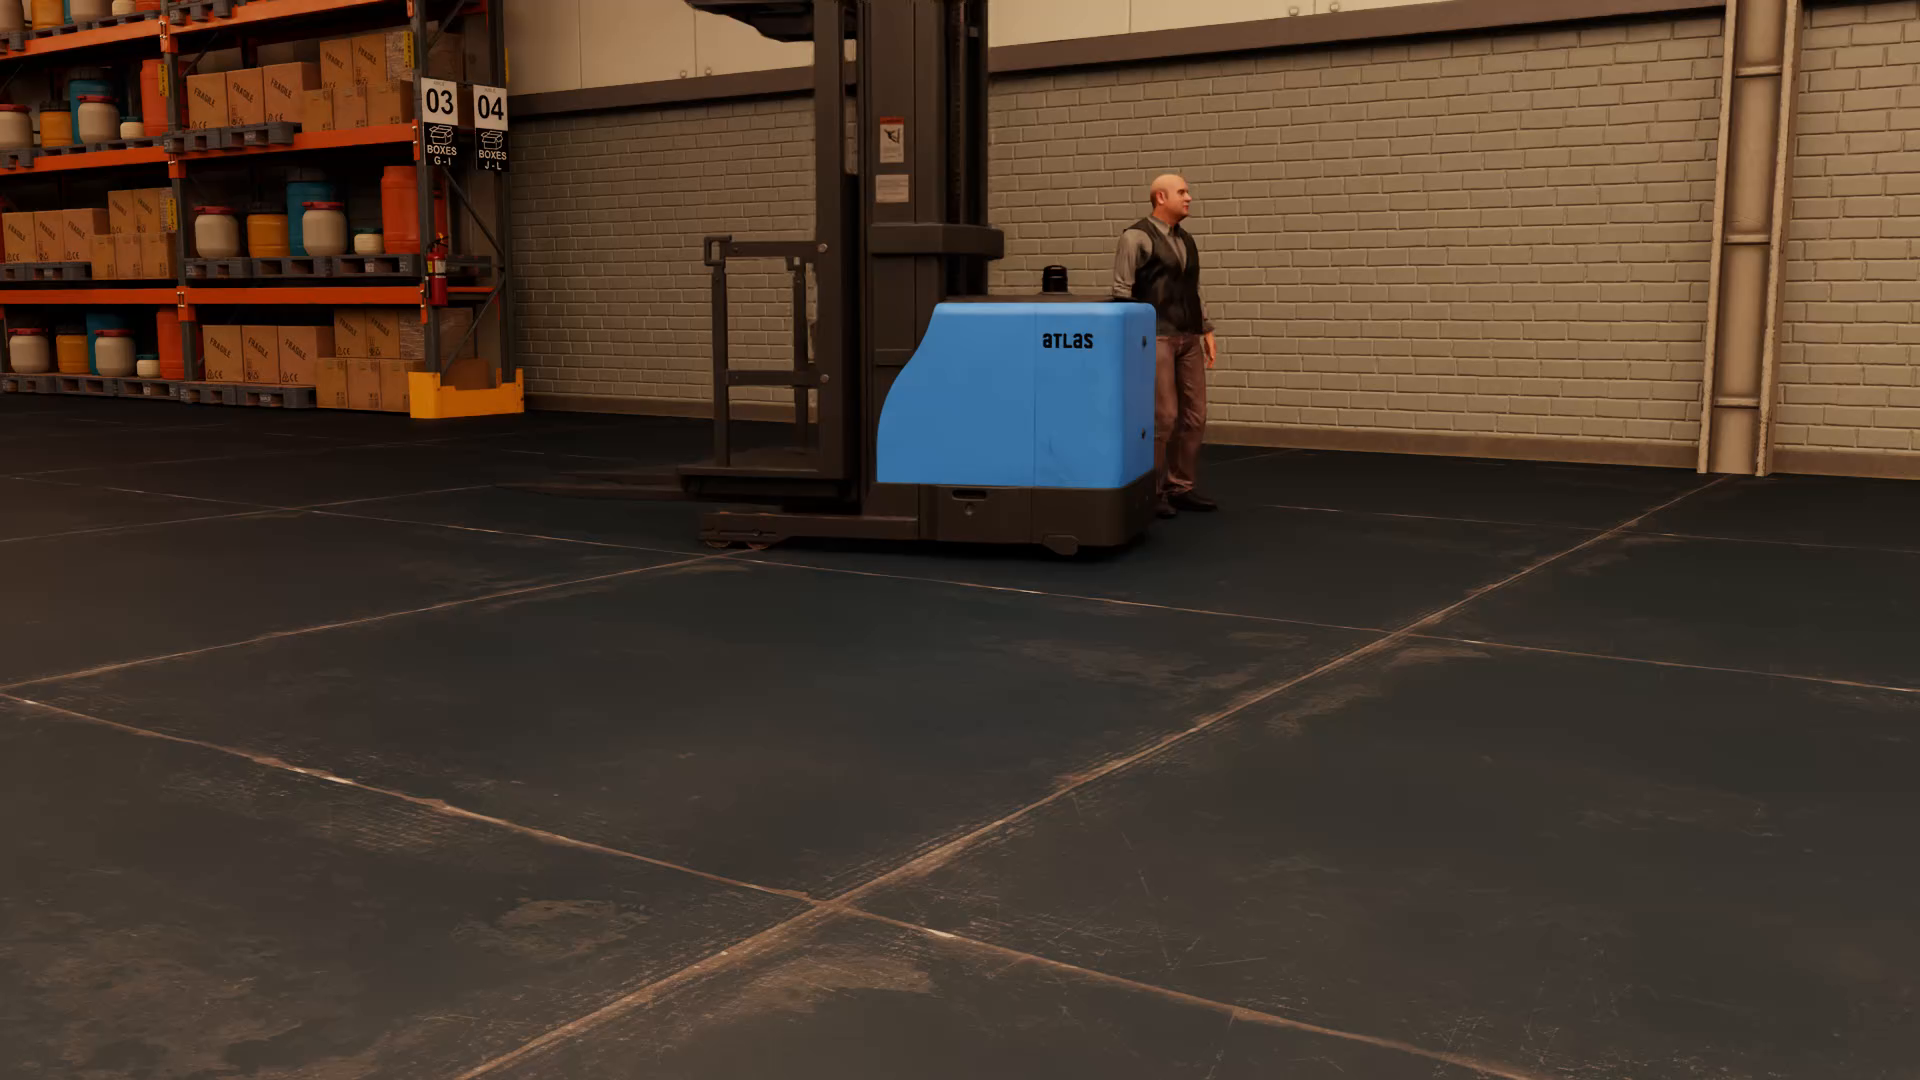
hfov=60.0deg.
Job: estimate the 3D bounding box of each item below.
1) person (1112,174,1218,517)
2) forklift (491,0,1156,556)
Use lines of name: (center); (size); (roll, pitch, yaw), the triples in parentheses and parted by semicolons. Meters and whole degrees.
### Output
person: (1.084, -1.001, 8.530); (0.663, 1.721, 0.474); (-8, 11, -43)
forklift: (-0.660, -1.476, 7.572); (3.031, 2.935, 1.130); (2, 8, 15)
